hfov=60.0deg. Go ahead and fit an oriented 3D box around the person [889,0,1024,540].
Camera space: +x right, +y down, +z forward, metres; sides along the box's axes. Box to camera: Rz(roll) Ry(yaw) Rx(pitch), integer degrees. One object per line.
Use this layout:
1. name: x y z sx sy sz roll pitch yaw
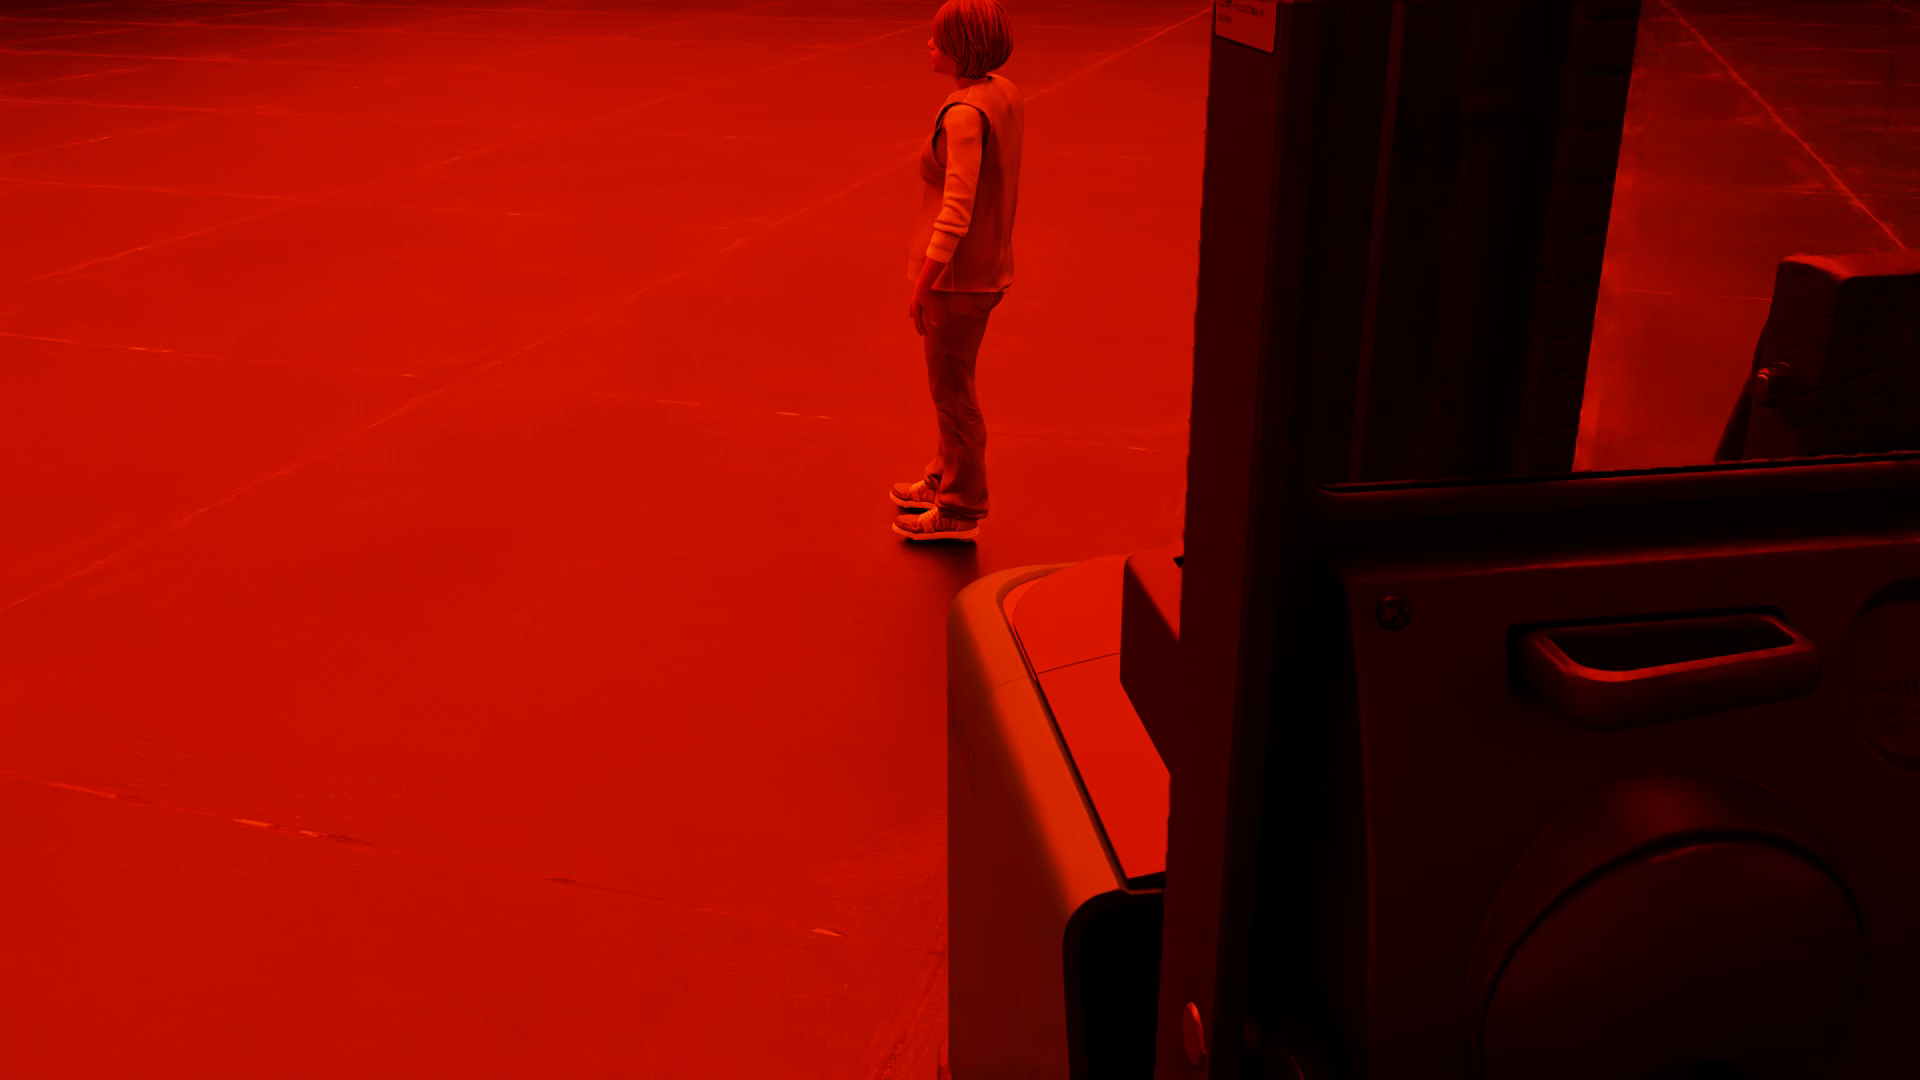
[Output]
1. person: -0.067 -0.759 4.846 0.473 1.599 0.520 7 23 16
